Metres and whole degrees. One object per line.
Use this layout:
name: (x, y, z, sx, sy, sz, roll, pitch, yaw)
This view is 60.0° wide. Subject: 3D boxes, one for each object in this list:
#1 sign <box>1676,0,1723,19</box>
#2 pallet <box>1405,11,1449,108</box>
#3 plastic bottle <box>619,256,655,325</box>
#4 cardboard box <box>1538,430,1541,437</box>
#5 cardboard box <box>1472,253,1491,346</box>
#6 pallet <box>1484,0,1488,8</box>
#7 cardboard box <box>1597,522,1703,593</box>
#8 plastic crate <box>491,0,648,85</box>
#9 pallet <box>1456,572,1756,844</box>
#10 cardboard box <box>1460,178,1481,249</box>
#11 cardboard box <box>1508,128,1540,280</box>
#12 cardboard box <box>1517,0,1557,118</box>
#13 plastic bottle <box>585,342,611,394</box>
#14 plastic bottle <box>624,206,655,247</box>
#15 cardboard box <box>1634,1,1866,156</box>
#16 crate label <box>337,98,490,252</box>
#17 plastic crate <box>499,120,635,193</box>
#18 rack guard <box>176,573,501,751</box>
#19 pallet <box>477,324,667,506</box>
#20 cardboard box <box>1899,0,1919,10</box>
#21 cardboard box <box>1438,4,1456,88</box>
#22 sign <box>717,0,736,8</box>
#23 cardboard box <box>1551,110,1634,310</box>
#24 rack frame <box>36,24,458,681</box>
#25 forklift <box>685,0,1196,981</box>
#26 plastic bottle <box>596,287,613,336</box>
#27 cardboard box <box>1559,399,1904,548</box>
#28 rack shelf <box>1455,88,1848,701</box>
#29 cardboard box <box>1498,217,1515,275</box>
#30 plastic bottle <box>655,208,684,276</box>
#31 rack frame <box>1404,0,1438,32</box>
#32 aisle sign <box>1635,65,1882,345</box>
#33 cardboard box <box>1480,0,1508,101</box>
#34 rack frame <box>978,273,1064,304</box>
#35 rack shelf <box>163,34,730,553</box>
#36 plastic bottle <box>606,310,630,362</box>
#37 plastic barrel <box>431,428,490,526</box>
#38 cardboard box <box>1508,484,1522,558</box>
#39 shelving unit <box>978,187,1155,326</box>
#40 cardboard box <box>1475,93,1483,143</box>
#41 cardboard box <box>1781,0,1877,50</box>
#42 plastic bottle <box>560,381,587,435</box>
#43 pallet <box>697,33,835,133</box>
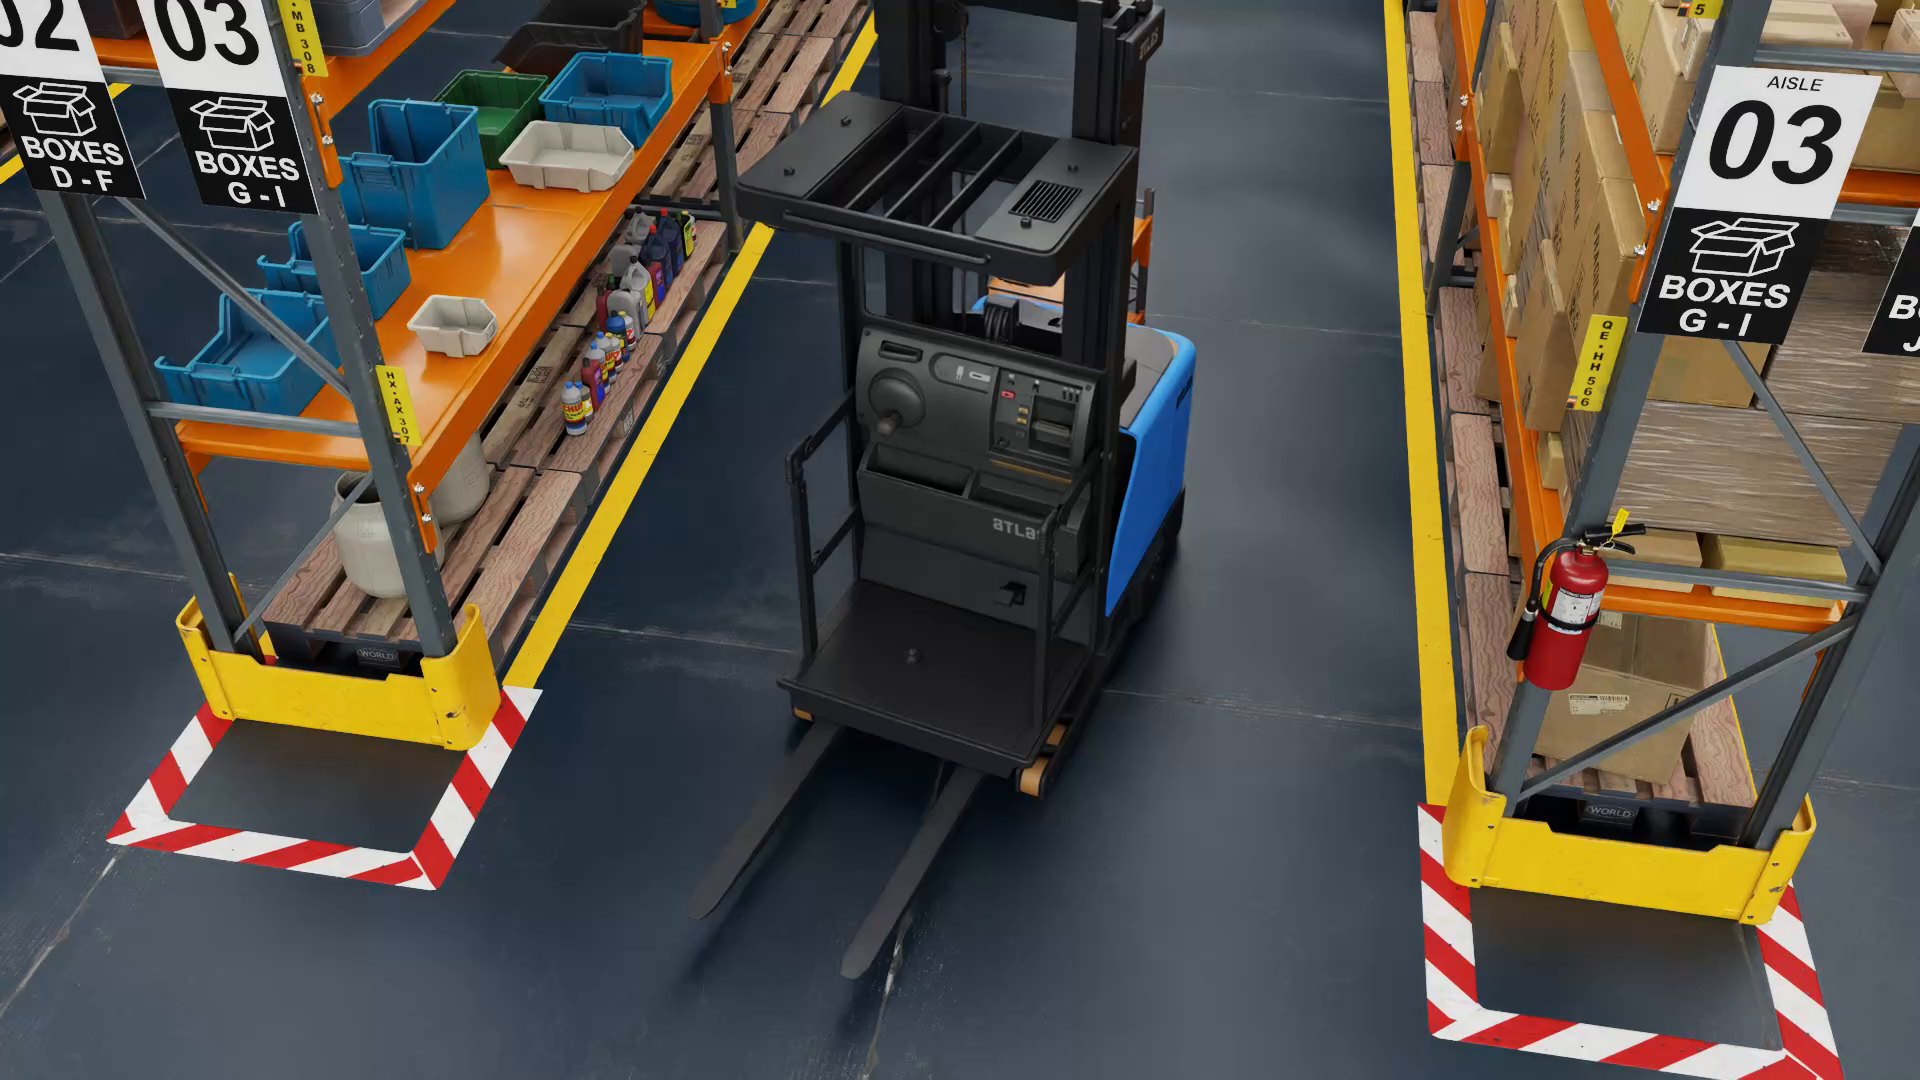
sign: (1.860, -1.443, 4.093, 0.100, 0.325, 0.005, 6, 40, 8)
pallet: (3.650, -3.328, 11.609, 1.003, 0.211, 1.213, 6, 40, 8)
plastic bottle: (-1.700, -1.318, 8.724, 0.144, 0.351, 0.185, 6, 40, 7)
cardboard box: (2.344, -0.452, 6.139, 0.380, 0.149, 0.250, 6, 40, 8)
cardboard box: (2.986, -1.334, 8.642, 0.500, 0.500, 0.500, 5, 40, 6)
pallet: (3.370, -2.772, 8.899, 1.003, 0.211, 1.213, 6, 40, 8)
cardboard box: (2.249, 0.023, 5.565, 0.380, 0.149, 0.250, 6, 40, 8)
plastic crate: (-1.999, -2.590, 8.578, 0.767, 0.338, 0.504, 6, 40, 8)
pallet: (2.591, 0.649, 6.800, 1.003, 0.211, 1.213, 6, 40, 8)
cardboard box: (3.222, -1.972, 9.397, 0.700, 0.500, 0.500, 4, 40, 4)
cardboard box: (2.720, -1.316, 6.676, 0.875, 0.500, 0.500, 6, 40, 8)
cardboard box: (2.595, -2.039, 6.766, 0.500, 0.500, 0.500, 6, 40, 8)
plastic bottle: (-1.796, -0.855, 8.226, 0.097, 0.271, 0.097, 0, 40, 0)
plastic bottle: (-1.753, -1.657, 9.134, 0.144, 0.351, 0.185, 6, 40, 8)
cardboard box: (2.236, -1.301, 4.733, 0.500, 0.250, 0.500, 7, 40, 9)
crate label: (-2.423, -1.617, 7.324, 0.502, 0.435, 0.616, 6, 40, 8)
plastic crate: (-1.815, -1.780, 7.756, 0.530, 0.136, 0.437, 6, 40, 8)
rack guard: (-2.509, 0.492, 6.762, 1.175, 0.500, 0.348, 6, 40, 8)
pallet: (-2.149, -0.669, 8.394, 1.003, 0.211, 1.213, 6, 40, 8)
cardboard box: (2.818, -1.423, 4.568, 0.380, 0.149, 0.250, 7, 40, 9)
cardboard box: (3.607, -3.327, 11.036, 0.700, 0.500, 0.500, 3, 40, 4)
sign: (-1.243, -2.968, 8.768, 0.100, 0.325, 0.005, 6, 40, 8)
cardboard box: (2.335, -1.098, 5.627, 0.500, 0.500, 0.500, 6, 40, 8)
rack frame: (-2.476, -0.418, 5.902, 1.000, 3.000, 0.127, 6, 40, 8)
forklift: (-0.038, -0.440, 5.982, 1.130, 2.935, 3.031, 16, 42, 18)
plastic bottle: (-1.837, -1.202, 8.636, 0.061, 0.283, 0.133, 6, 40, 8)
cardboard box: (2.525, -0.367, 5.529, 0.875, 0.500, 0.500, 6, 40, 8)
rack shelf: (2.749, -0.850, 6.989, 1.077, 0.370, 4.000, 6, 40, 8)
cardboard box: (2.515, -1.241, 7.094, 0.380, 0.149, 0.250, 6, 40, 8)
plastic bottle: (-1.611, -1.641, 9.115, 0.144, 0.351, 0.185, 5, 40, 6)
rack frame: (3.787, -4.893, 11.314, 1.000, 3.000, 0.127, 6, 40, 8)
aisle sign: (2.097, -0.868, 4.406, 0.394, 0.787, 0.004, 6, 40, 8)
cardboard box: (2.956, -2.260, 7.818, 0.875, 0.500, 0.500, 6, 40, 8)
rack frame: (0.318, -0.720, 7.738, 0.500, 1.125, 0.032, 15, 42, 17)
rack shelf: (-2.129, -1.396, 7.649, 1.077, 0.370, 4.000, 6, 40, 8)
plastic bottle: (-1.743, -1.045, 8.456, 0.097, 0.271, 0.097, 0, 40, 0)
plastic barrel: (-2.350, -0.357, 7.451, 0.421, 0.512, 0.421, 0, 40, 0)
cardboard box: (2.724, -0.230, 7.307, 0.500, 0.500, 0.500, 10, 41, 12)
shelving unit: (0.512, -1.019, 8.100, 0.538, 1.125, 1.048, 15, 42, 17)
cardboard box: (2.705, -2.028, 8.047, 0.380, 0.149, 0.250, 6, 40, 8)
cardboard box: (2.304, -1.483, 4.641, 0.380, 0.149, 0.250, 5, 40, 6)
plastic bottle: (-1.855, -0.640, 7.966, 0.097, 0.271, 0.097, 0, 40, 0)
pallet: (-1.477, -3.119, 11.357, 1.003, 0.211, 1.213, 6, 40, 8)
